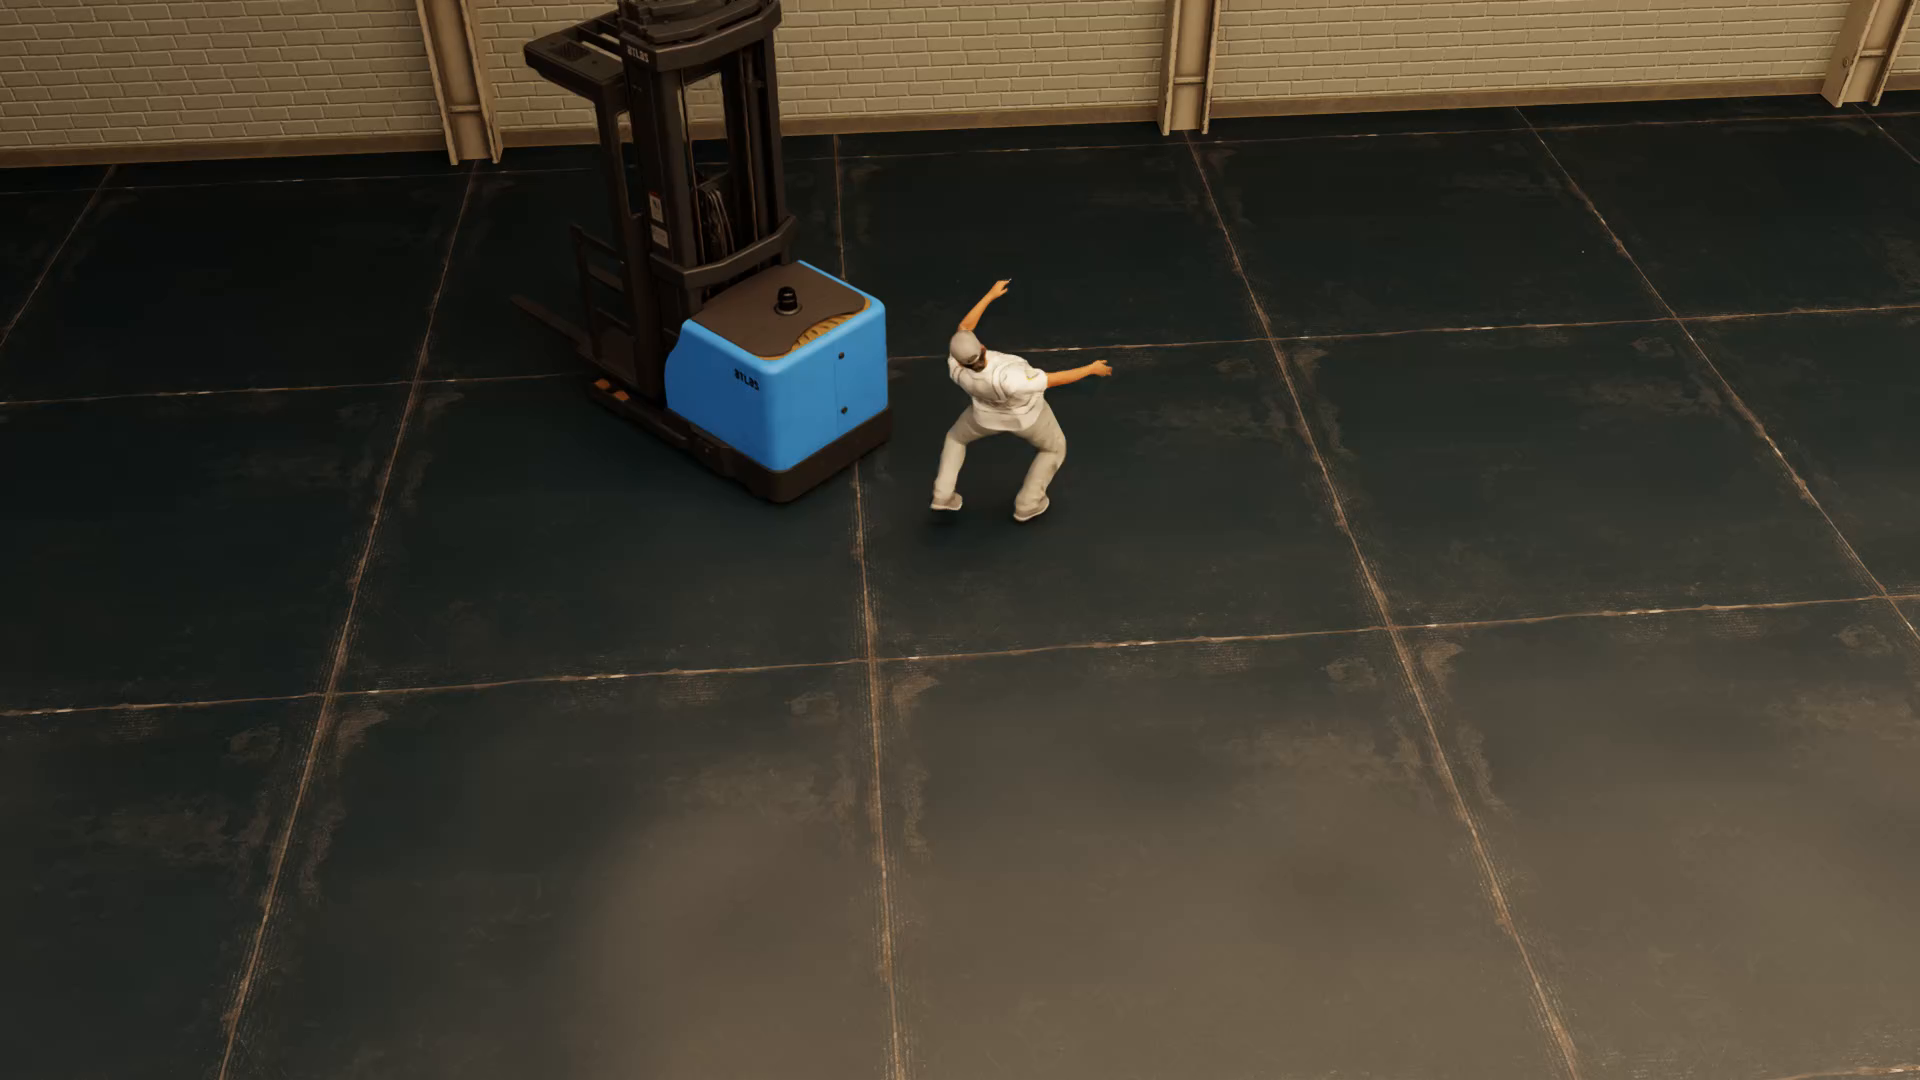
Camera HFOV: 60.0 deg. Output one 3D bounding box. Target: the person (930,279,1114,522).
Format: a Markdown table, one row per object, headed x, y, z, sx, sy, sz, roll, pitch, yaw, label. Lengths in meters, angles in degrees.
| x | y | z | sx | sy | sz | roll | pitch | yaw | label |
| --- | --- | --- | --- | --- | --- | --- | --- | --- | --- |
| 0.374 | -0.743 | 9.925 | 1.026 | 1.459 | 0.681 | 9 | 41 | 10 | person |

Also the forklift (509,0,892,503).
| x | y | z | sx | sy | sz | roll | pitch | yaw | label |
| --- | --- | --- | --- | --- | --- | --- | --- | --- | --- |
| -1.877 | -2.176 | 10.482 | 3.031 | 2.935 | 1.130 | 30 | 49 | 31 | forklift |
